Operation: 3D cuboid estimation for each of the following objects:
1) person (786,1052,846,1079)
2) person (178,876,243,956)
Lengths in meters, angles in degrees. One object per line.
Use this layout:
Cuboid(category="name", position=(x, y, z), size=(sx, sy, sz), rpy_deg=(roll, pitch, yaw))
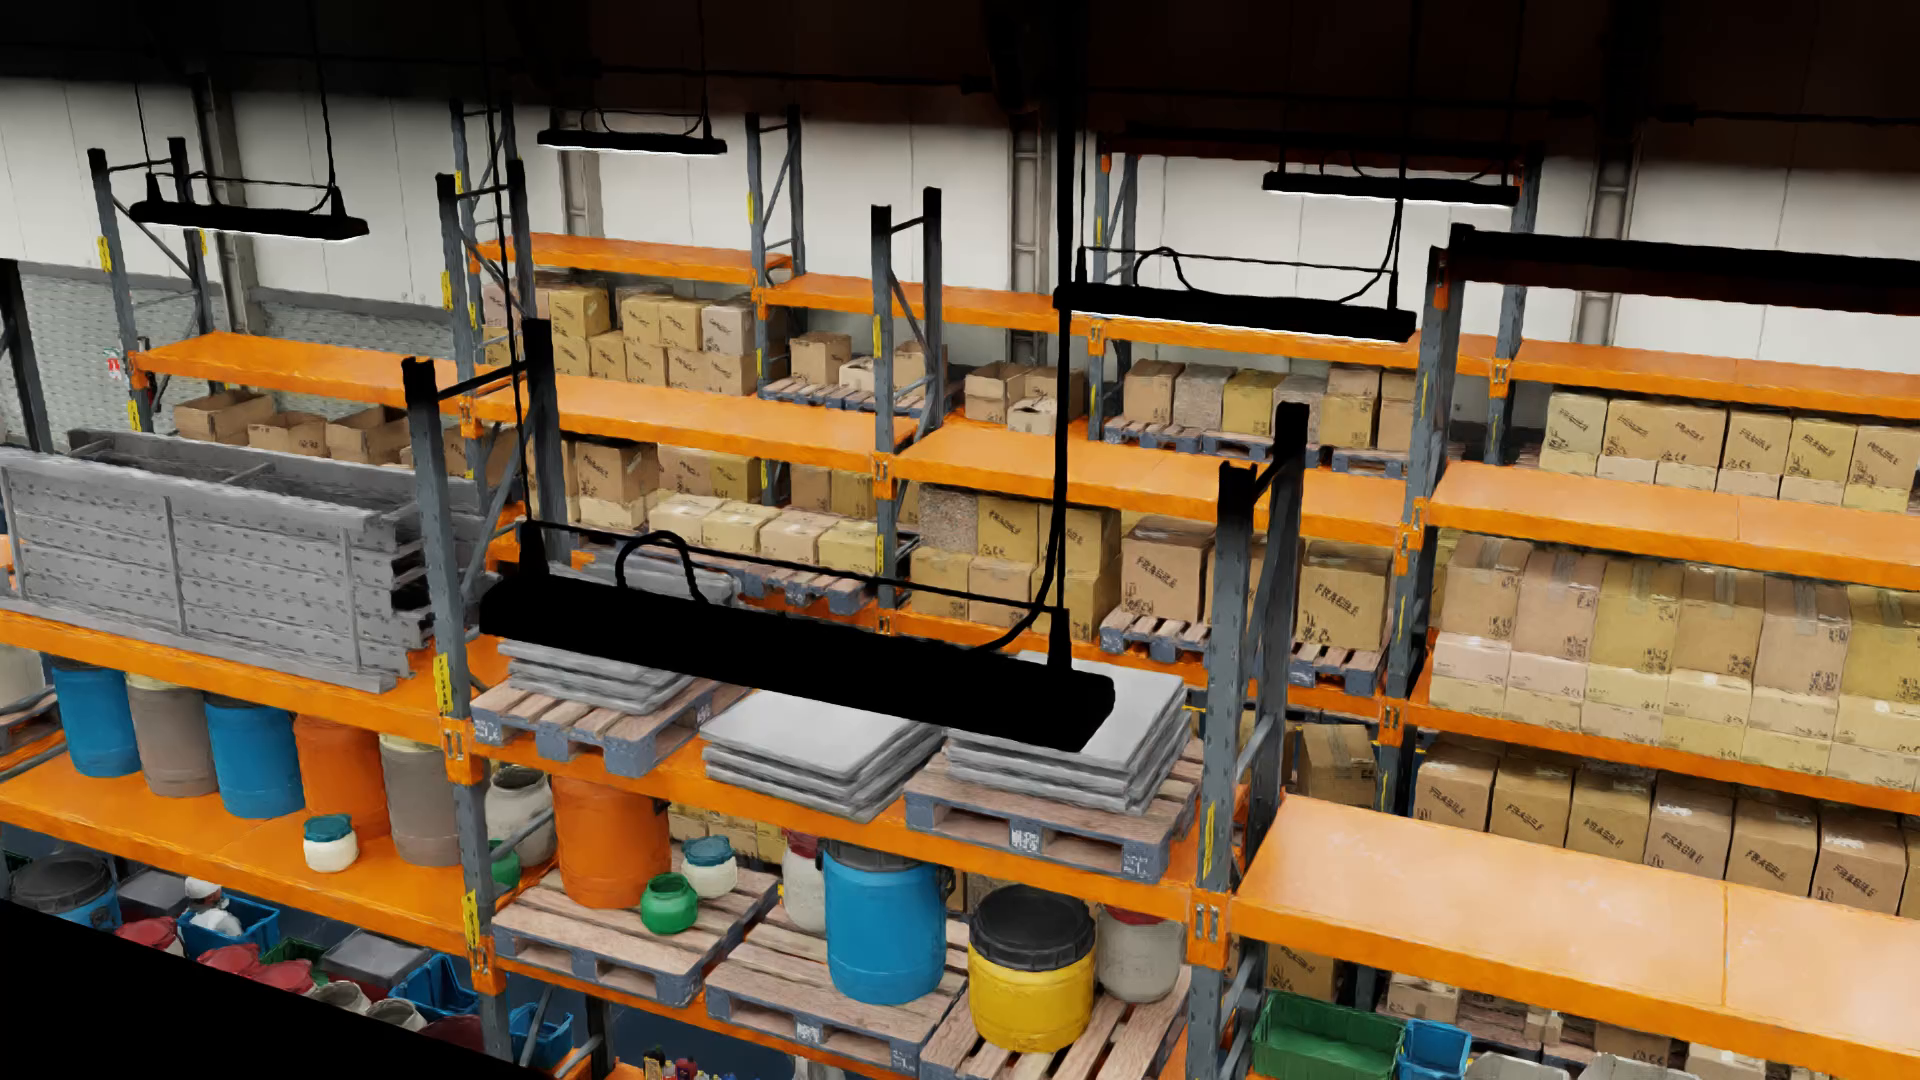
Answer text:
Cuboid(category="person", position=(-0.901, 3.599, 10.926), size=(0.516, 1.540, 0.566), rpy_deg=(8, 22, 20))
Cuboid(category="person", position=(-5.128, 3.054, 11.479), size=(0.587, 1.765, 0.484), rpy_deg=(6, 21, 14))
